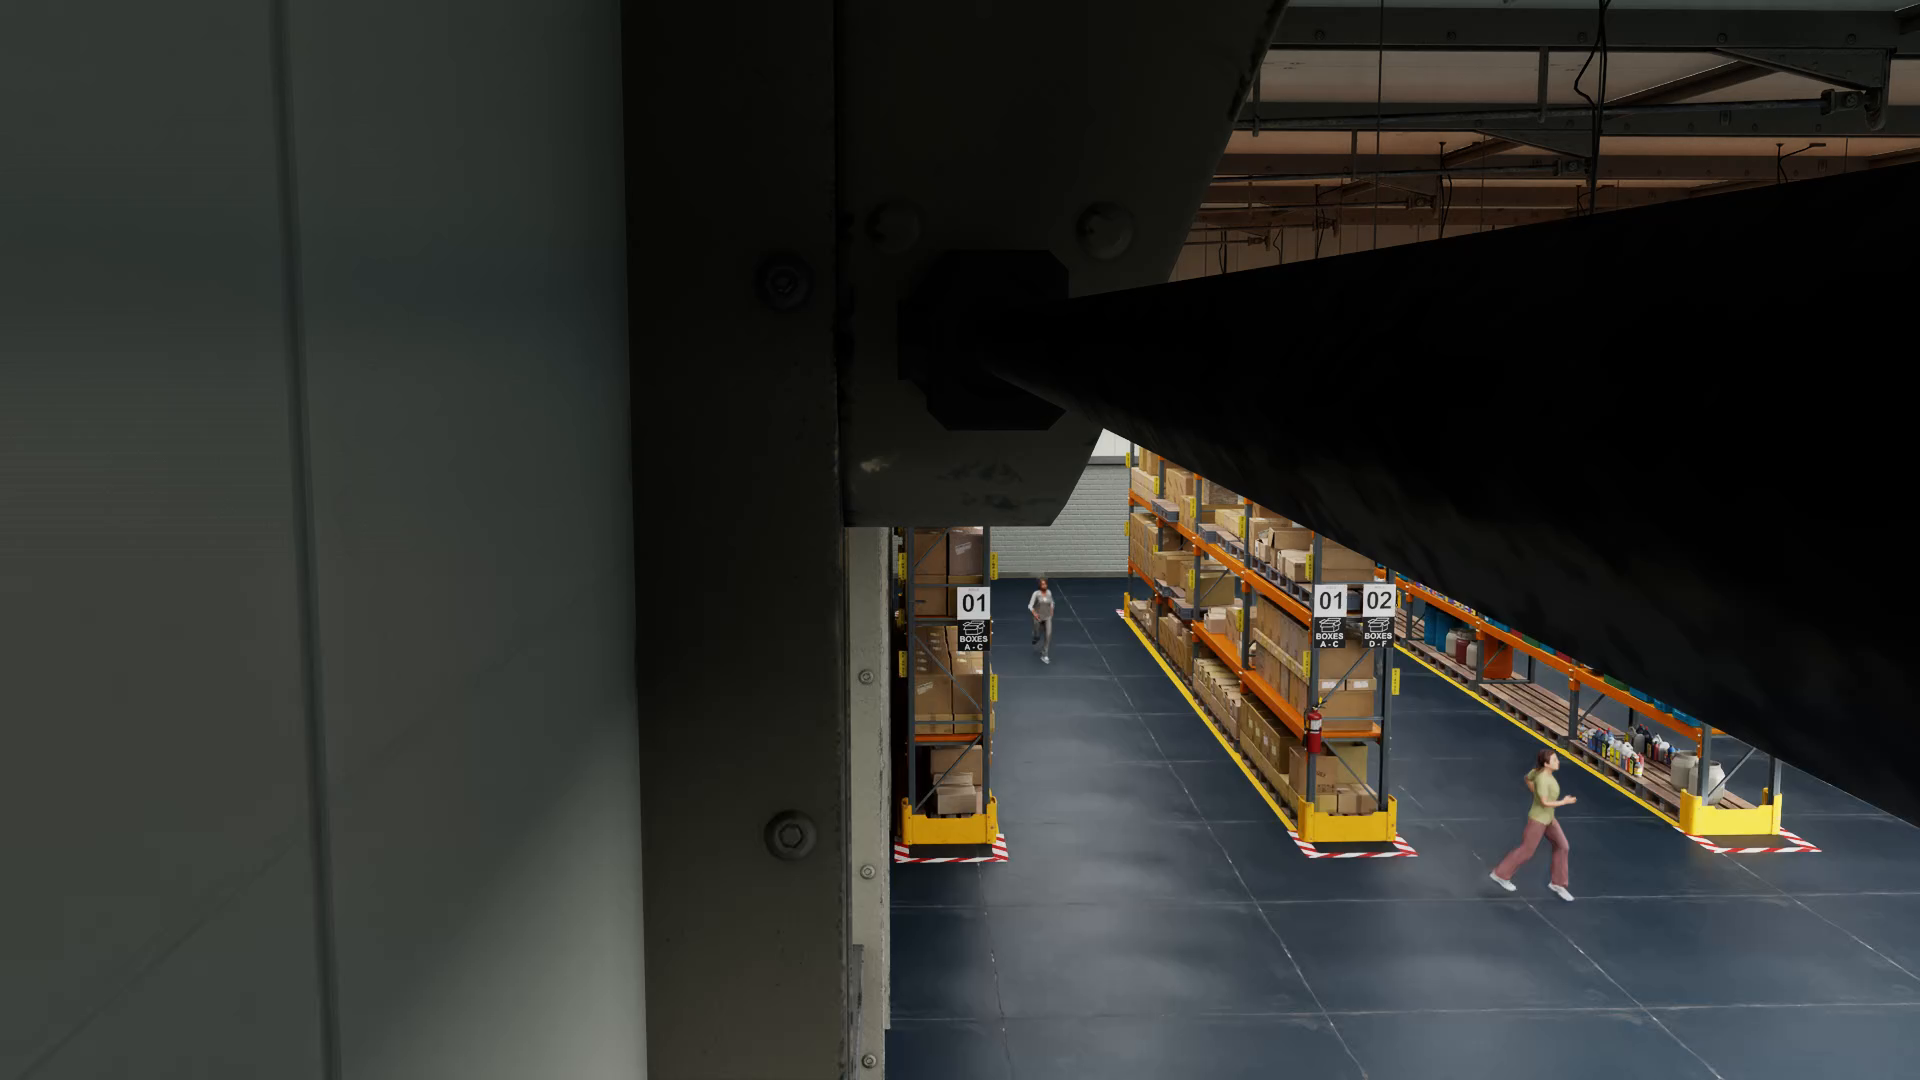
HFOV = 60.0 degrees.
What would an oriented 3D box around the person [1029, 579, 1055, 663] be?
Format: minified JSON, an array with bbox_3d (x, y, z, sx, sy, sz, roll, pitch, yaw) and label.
[{"bbox_3d":[1.565,1.526,31.766,0.532,1.556,0.844,-1,7,-9],"label":"person"}]

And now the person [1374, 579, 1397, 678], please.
[{"bbox_3d":[7.690,1.582,30.438,0.684,1.764,0.880,-1,7,-8],"label":"person"}]

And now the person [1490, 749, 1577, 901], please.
[{"bbox_3d":[6.396,3.147,18.499,0.882,1.714,0.581,4,8,27],"label":"person"}]
